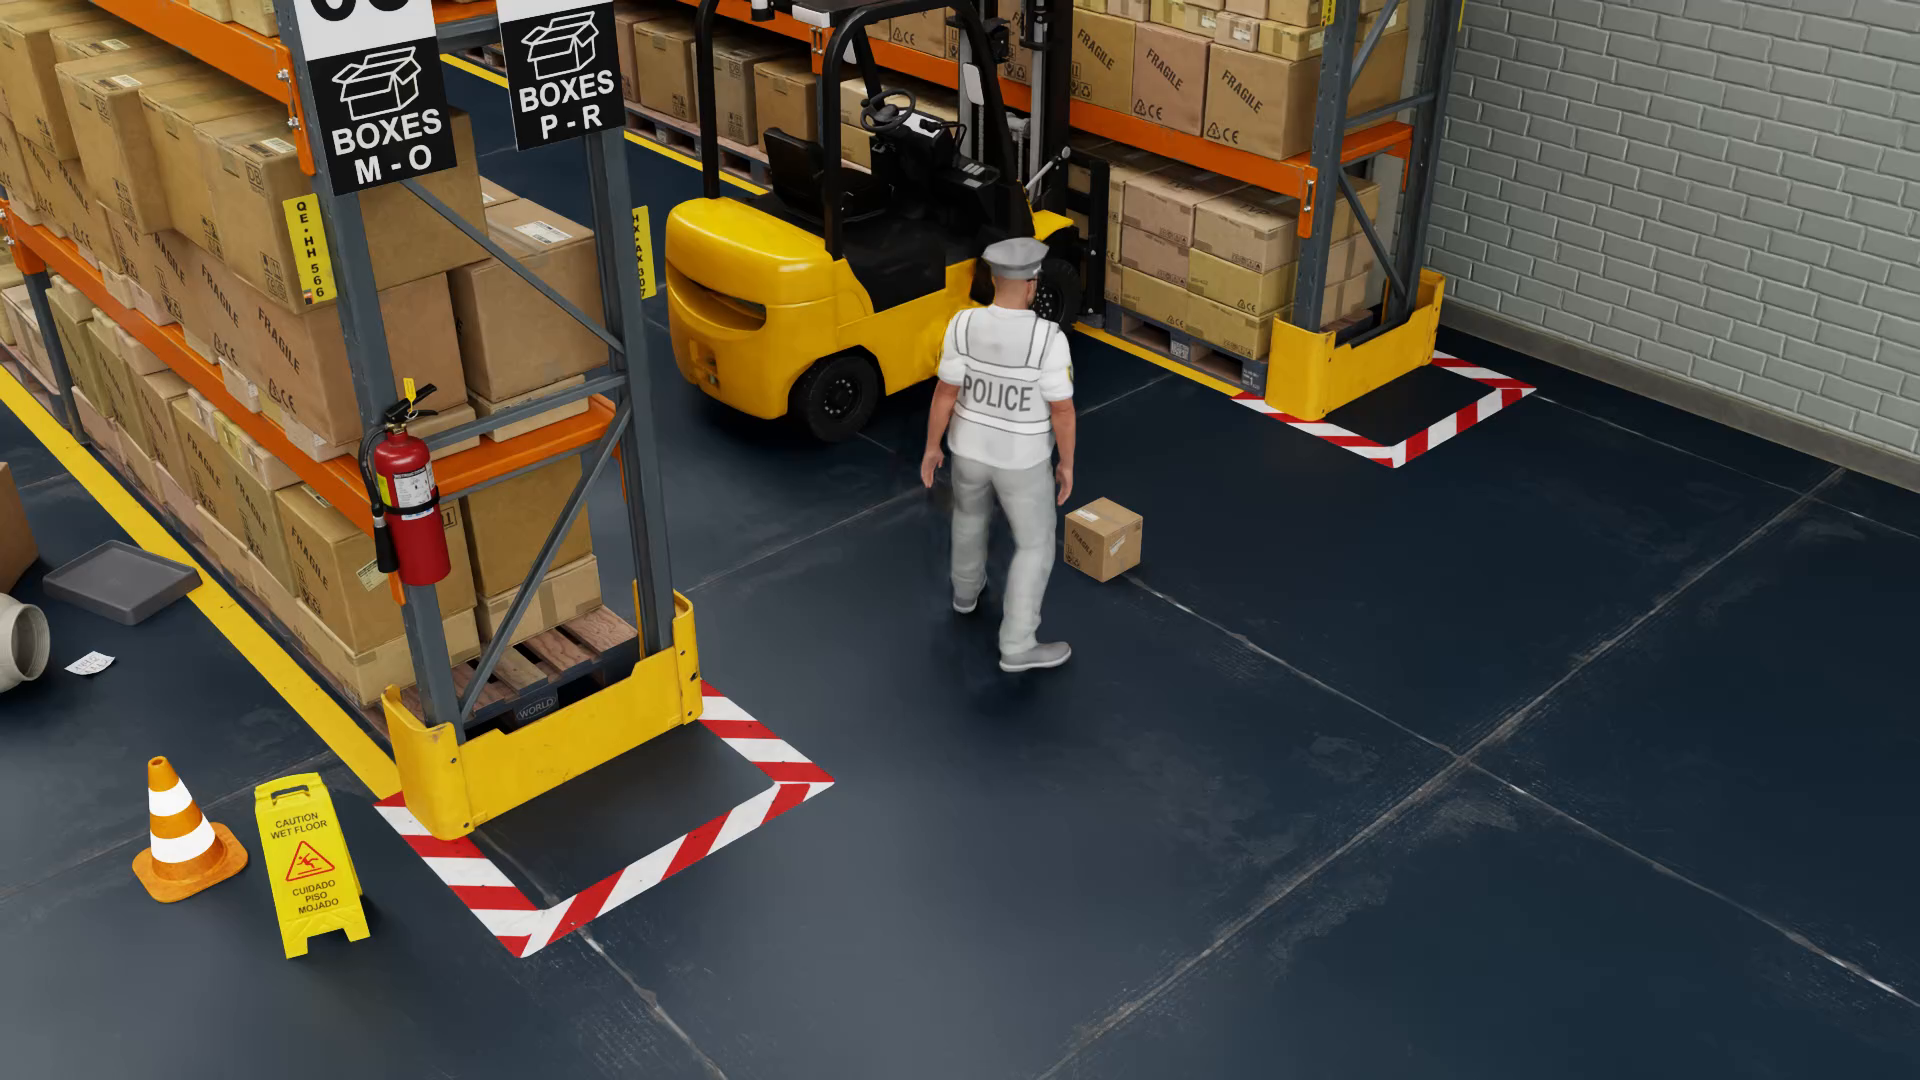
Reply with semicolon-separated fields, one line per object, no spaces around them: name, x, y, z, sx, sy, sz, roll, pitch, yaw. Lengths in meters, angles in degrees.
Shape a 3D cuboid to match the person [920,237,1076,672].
person;0.196;-0.349;6.686;0.683;1.715;0.718;13;34;19
